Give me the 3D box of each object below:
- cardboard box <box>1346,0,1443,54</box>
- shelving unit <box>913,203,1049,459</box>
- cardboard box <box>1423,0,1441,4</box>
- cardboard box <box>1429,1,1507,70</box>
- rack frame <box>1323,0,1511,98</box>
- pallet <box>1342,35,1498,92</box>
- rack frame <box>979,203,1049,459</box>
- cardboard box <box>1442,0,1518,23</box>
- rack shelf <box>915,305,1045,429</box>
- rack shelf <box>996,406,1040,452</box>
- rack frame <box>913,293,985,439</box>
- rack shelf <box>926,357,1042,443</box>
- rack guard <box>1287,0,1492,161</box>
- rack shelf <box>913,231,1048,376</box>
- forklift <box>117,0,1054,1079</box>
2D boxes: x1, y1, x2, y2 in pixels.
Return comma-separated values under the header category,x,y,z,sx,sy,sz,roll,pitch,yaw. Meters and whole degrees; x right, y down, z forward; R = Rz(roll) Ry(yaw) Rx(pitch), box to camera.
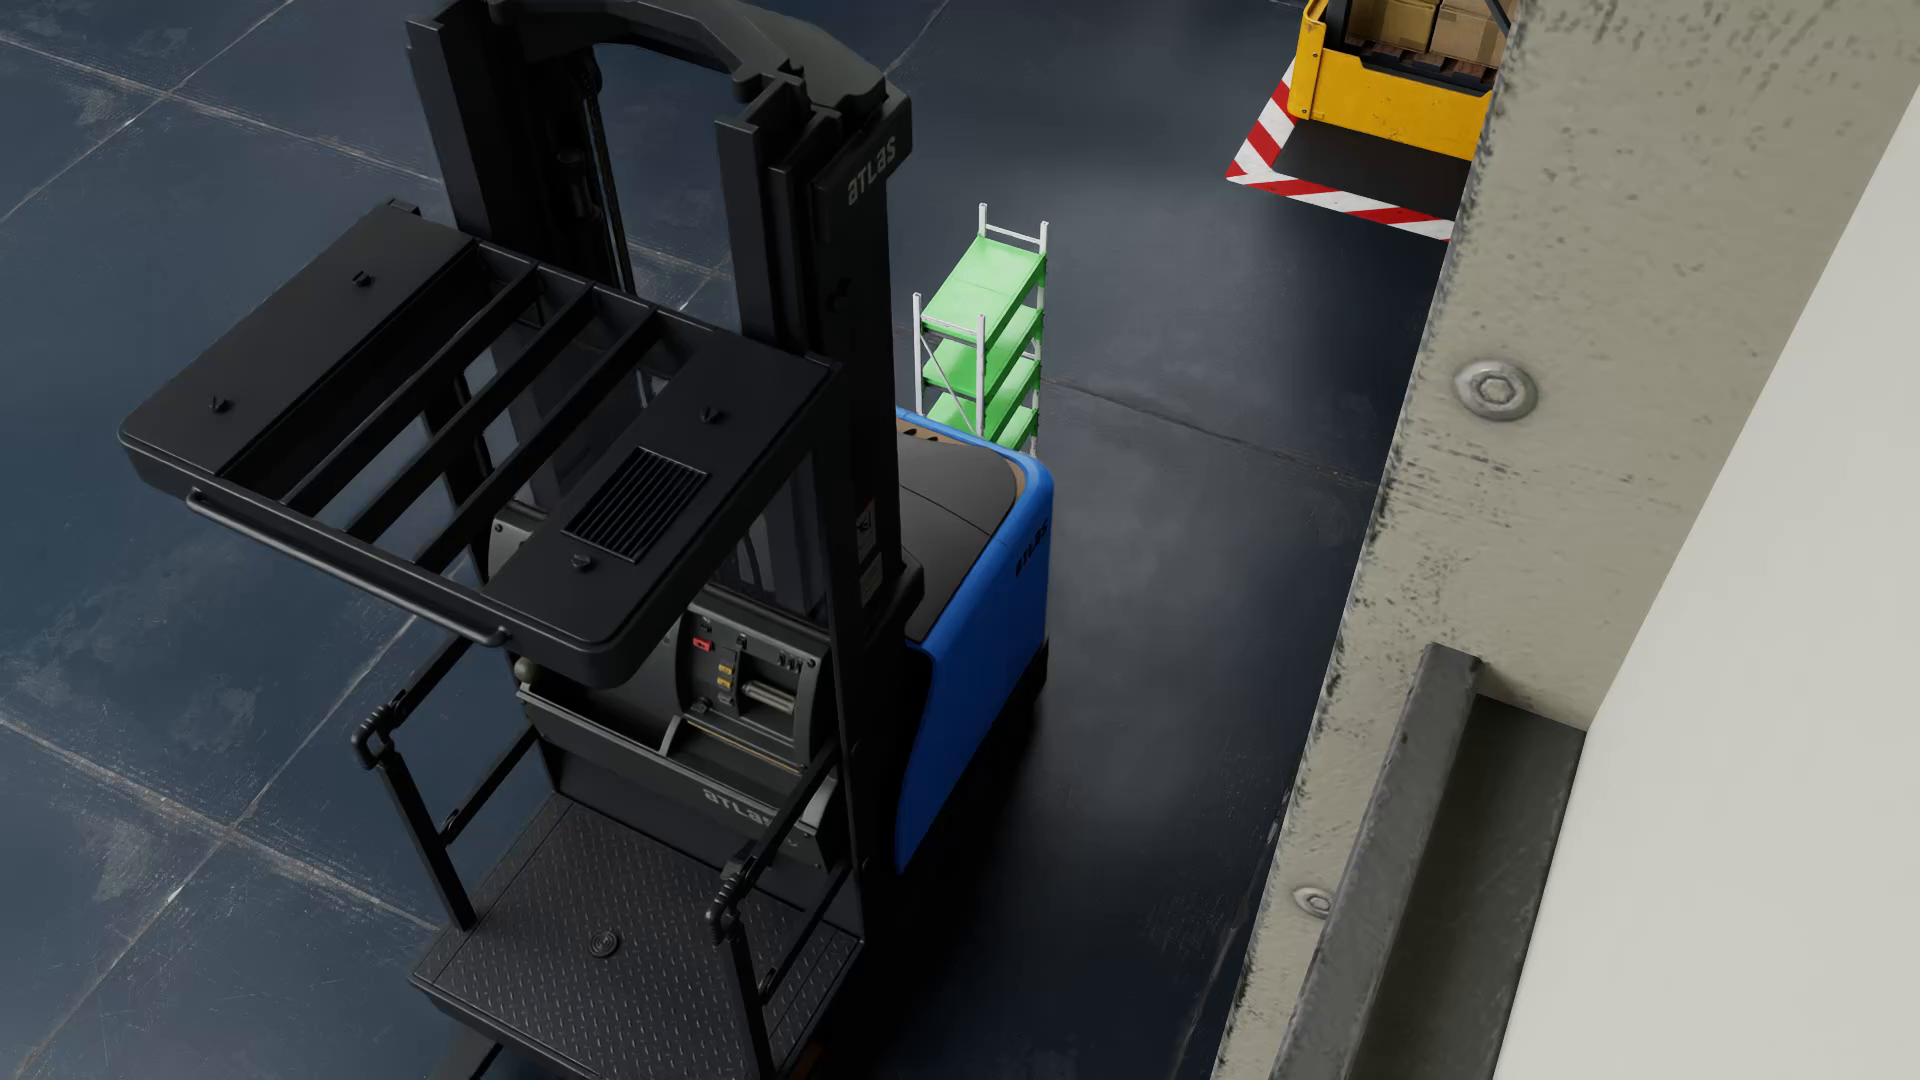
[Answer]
category,x,y,z,sx,sy,sz,roll,pitch,yaw
cardboard box,2.039,-2.585,7.839,0.500,0.250,0.500,20,53,16
shelving unit,0.071,-0.503,5.719,0.258,1.200,0.503,20,52,16
cardboard box,2.049,-2.758,7.658,0.500,0.250,0.500,19,52,16
cardboard box,2.510,-2.434,7.710,0.500,0.250,0.500,20,52,16
rack frame,2.123,-2.914,6.589,1.000,3.000,0.127,20,52,16
pallet,2.412,-2.551,8.111,1.003,0.211,1.213,20,52,16
rack frame,0.175,-0.671,5.862,0.240,1.200,0.015,20,52,16
cardboard box,2.512,-2.577,7.504,0.500,0.250,0.500,21,53,17
rack shelf,0.071,-0.617,5.585,0.258,0.148,0.480,20,52,16
rack shelf,0.071,-0.306,5.951,0.258,0.148,0.480,20,52,16
rack frame,-0.034,-0.335,5.576,0.240,1.200,0.015,20,52,16
rack shelf,0.071,-0.461,5.768,0.258,0.148,0.480,20,52,16
rack guard,2.113,-2.087,7.527,1.175,0.500,0.348,20,52,16
rack shelf,0.071,-0.772,5.402,0.258,0.148,0.480,20,52,16
forklift,-0.836,0.355,3.853,1.130,2.935,3.031,22,53,17
